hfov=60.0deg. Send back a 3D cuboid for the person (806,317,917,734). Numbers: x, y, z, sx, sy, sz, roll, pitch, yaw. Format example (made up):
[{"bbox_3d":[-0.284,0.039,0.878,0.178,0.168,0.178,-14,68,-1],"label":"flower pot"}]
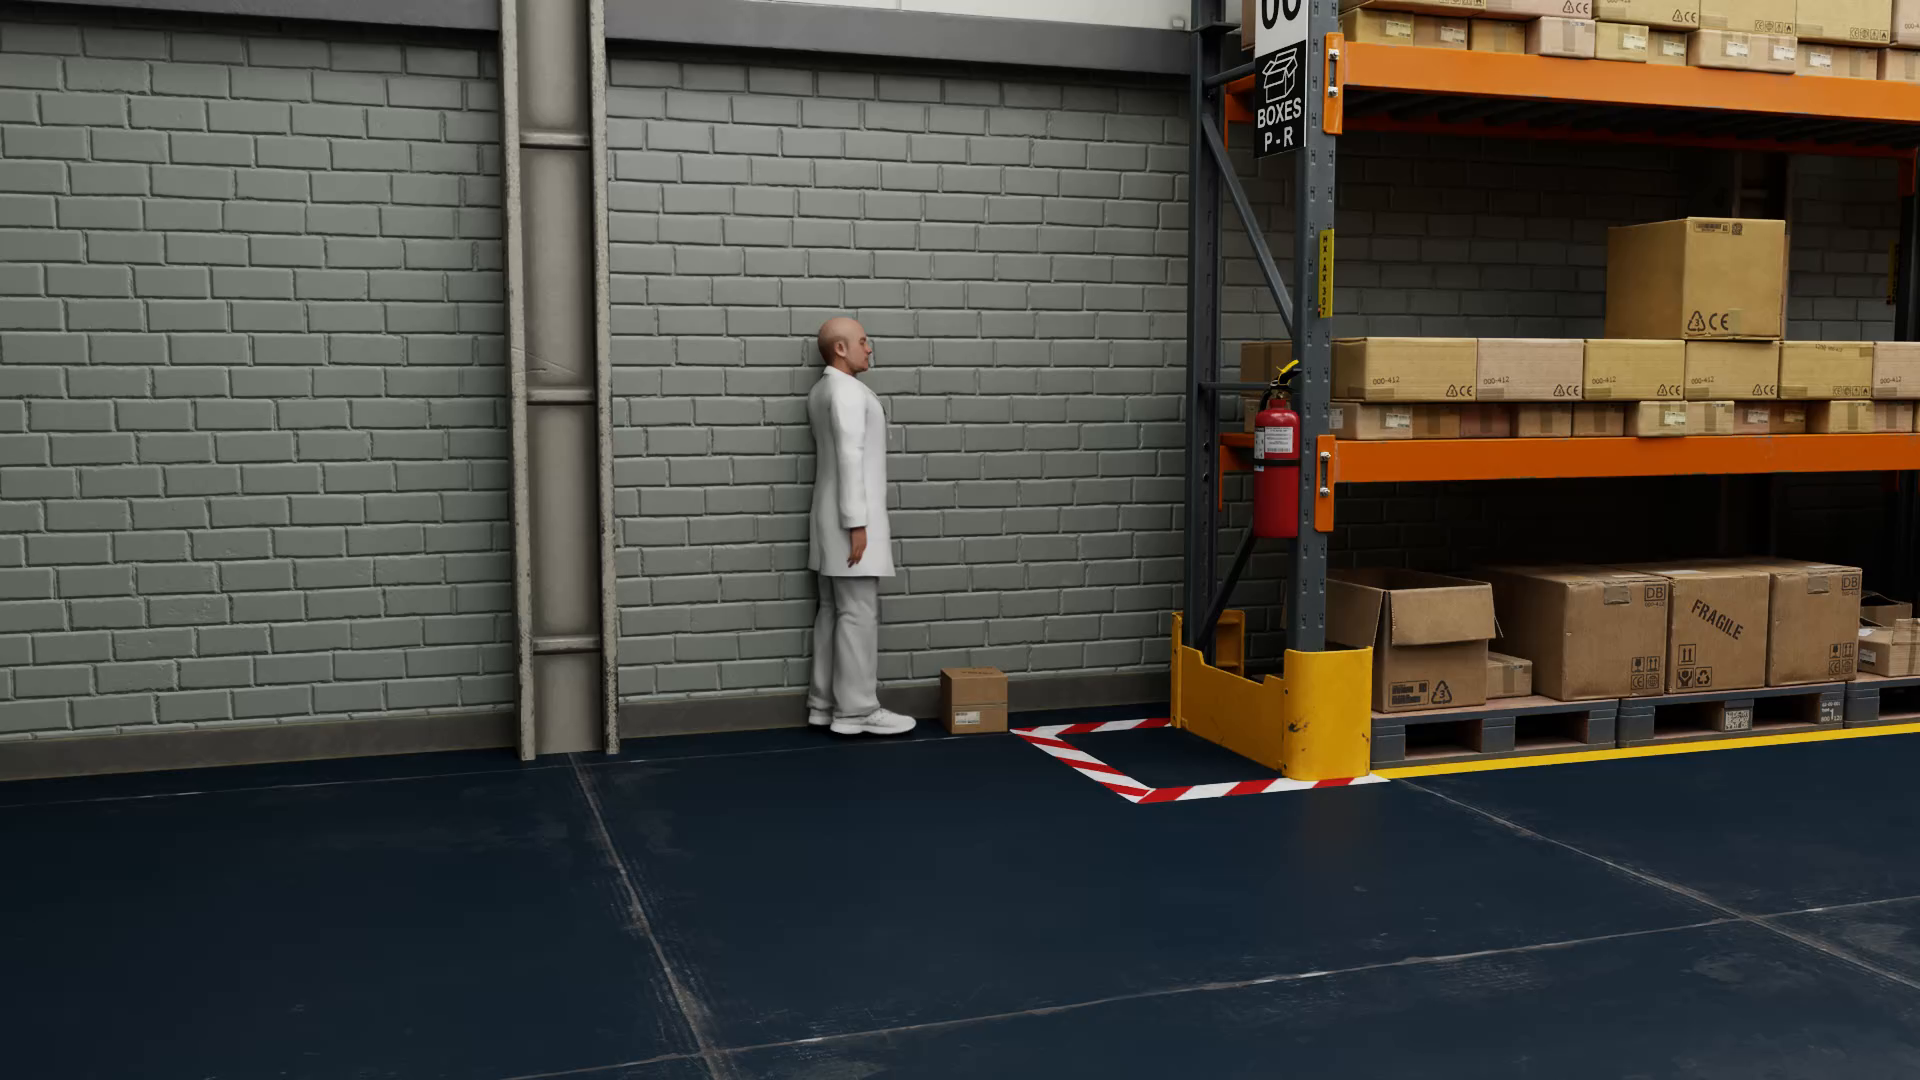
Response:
[{"bbox_3d":[-0.451,-0.069,7.231,0.433,1.786,0.625,-2,6,-19],"label":"person"}]
